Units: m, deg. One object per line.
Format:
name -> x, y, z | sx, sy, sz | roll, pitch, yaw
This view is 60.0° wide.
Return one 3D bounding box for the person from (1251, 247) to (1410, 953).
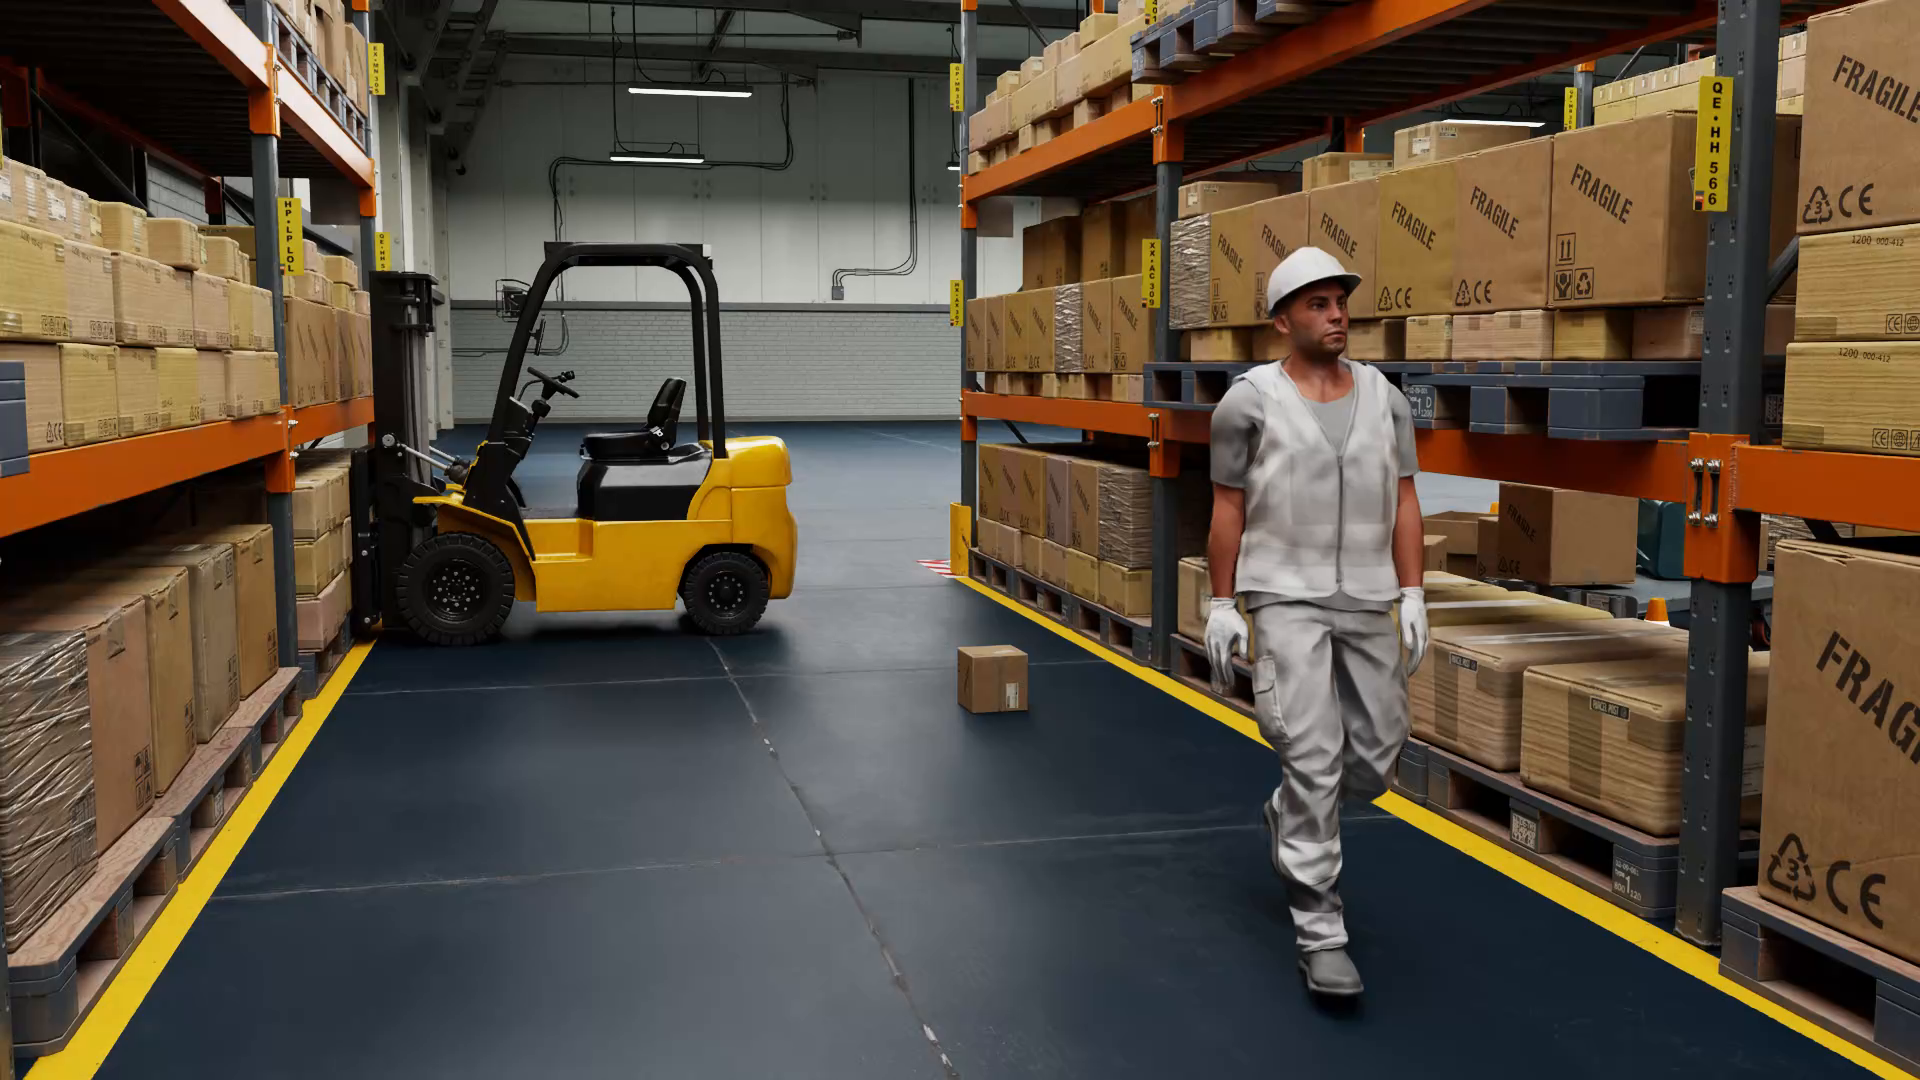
person -> 8.101, -1.842, 23.205 | 21.767, 1.785, 35.515 | -1, 6, -11
